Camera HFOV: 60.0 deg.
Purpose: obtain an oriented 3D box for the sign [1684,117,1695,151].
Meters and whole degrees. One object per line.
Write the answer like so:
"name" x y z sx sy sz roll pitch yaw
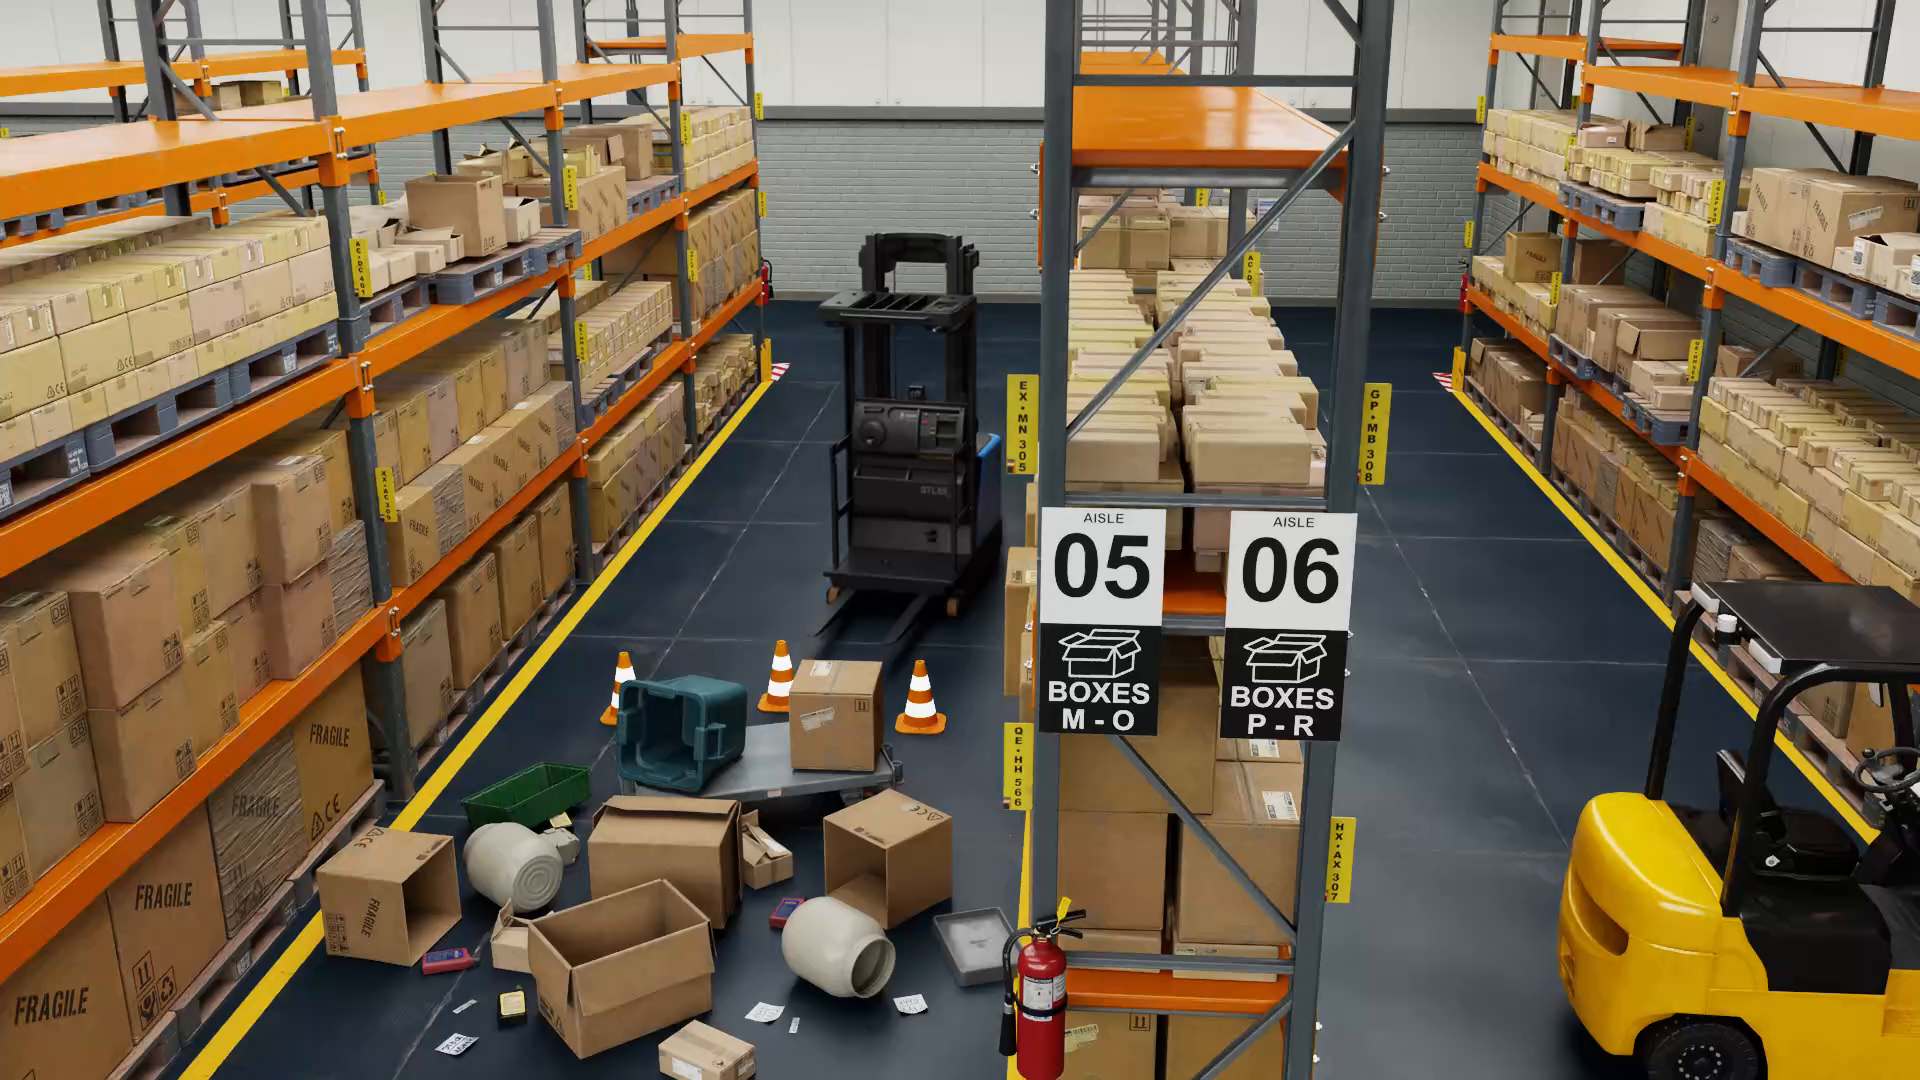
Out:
"sign" 7.118 -3.968 16.263 0.100 0.325 0.005 1 18 4

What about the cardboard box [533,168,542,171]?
"cardboard box" -3.768 -3.034 14.715 0.500 0.500 0.500 1 18 4

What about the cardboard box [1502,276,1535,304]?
"cardboard box" 6.465 -2.825 18.818 0.500 0.250 0.500 1 18 2

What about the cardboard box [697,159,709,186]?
"cardboard box" -3.009 -3.958 17.935 0.500 0.250 0.500 1 18 3

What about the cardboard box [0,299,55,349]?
"cardboard box" -3.795 -0.847 6.489 0.380 0.149 0.250 1 18 4

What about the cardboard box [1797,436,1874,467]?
"cardboard box" 5.797 -0.585 11.015 0.380 0.149 0.250 1 18 2

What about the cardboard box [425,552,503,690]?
"cardboard box" -3.878 0.550 11.693 1.050 0.750 0.750 1 18 4

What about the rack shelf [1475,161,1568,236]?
"rack shelf" 6.707 -3.826 18.447 1.077 0.370 4.000 1 18 4

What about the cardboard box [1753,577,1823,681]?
"cardboard box" 6.132 0.656 11.571 0.875 0.625 0.625 1 18 2

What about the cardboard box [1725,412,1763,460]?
"cardboard box" 5.965 -0.757 12.182 0.500 0.250 0.500 2 18 6

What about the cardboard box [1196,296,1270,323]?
"cardboard box" 1.297 -1.083 8.043 0.380 0.149 0.250 2 18 6

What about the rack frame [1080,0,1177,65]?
"rack frame" 1.613 -5.082 16.306 1.000 3.000 0.127 1 18 4

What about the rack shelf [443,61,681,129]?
"rack shelf" -3.475 -4.008 14.827 1.077 0.370 4.000 1 18 4

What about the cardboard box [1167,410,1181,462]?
"cardboard box" 0.571 -0.320 6.356 0.500 0.250 0.500 1 18 3

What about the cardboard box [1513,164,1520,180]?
"cardboard box" 6.389 -4.102 18.537 0.380 0.149 0.250 1 18 4

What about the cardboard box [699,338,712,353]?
"cardboard box" -3.321 -2.436 20.816 0.380 0.149 0.250 2 18 5

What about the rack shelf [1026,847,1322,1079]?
"rack shelf" 0.896 1.217 7.874 1.077 0.370 4.000 1 18 4

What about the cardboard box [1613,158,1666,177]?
"cardboard box" 6.081 -3.331 14.872 0.380 0.149 0.250 1 18 4

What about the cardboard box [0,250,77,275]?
"cardboard box" -4.360 -1.256 7.738 0.380 0.149 0.250 1 18 4

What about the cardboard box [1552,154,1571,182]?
"cardboard box" 6.349 -3.772 16.890 0.500 0.250 0.500 1 18 4

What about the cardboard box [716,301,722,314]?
"cardboard box" -2.939 -2.681 19.019 0.380 0.149 0.250 2 18 6

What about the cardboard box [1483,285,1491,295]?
"cardboard box" 6.581 -3.068 20.199 0.380 0.149 0.250 2 18 5

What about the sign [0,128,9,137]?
"sign" -12.375 -5.173 21.572 0.100 0.325 0.005 1 18 4

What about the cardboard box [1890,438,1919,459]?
"cardboard box" 6.385 -0.569 10.967 0.380 0.149 0.250 1 18 4

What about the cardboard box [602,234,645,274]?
"cardboard box" -3.568 -3.126 17.728 0.500 0.500 0.500 1 18 2

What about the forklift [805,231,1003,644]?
"forklift" -0.465 -0.903 13.300 1.130 2.935 3.031 4 19 13

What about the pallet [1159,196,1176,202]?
"pallet" 1.396 -2.873 14.686 1.003 0.211 1.213 2 18 6

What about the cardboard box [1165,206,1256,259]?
"cardboard box" 1.507 -1.865 10.071 0.500 0.250 0.500 1 18 3

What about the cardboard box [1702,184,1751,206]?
"cardboard box" 6.007 -2.677 12.909 0.380 0.149 0.250 2 18 6

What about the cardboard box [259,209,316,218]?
"cardboard box" -8.325 -3.822 20.657 0.500 0.500 0.500 1 18 3

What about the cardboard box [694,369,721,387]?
"cardboard box" -2.957 -1.862 19.065 0.380 0.149 0.250 2 18 5

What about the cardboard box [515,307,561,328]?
"cardboard box" -3.926 -2.075 15.540 0.380 0.149 0.250 2 18 6

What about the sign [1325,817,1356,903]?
"sign" 1.294 1.097 5.695 0.100 0.325 0.005 1 18 4

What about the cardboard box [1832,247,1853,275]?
"cardboard box" 5.822 -1.777 10.608 0.380 0.149 0.250 1 18 3

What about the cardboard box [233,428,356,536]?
"cardboard box" -3.966 -0.296 9.360 0.875 0.550 0.550 1 18 4

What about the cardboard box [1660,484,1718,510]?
"cardboard box" 6.060 -0.358 13.823 0.380 0.149 0.250 0 18 1

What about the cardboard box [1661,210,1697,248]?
"cardboard box" 6.107 -2.554 13.650 0.500 0.250 0.500 1 18 4

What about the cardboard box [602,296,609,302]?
"cardboard box" -3.819 -2.419 17.067 0.380 0.149 0.250 2 18 5

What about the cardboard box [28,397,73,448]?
"cardboard box" -3.794 -0.471 6.621 0.380 0.149 0.250 1 18 4

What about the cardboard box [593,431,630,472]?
"cardboard box" -3.291 -0.802 15.015 0.500 0.250 0.500 1 18 3

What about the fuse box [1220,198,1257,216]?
"fuse box" 4.365 -4.520 26.297 0.539 1.711 0.414 1 18 4

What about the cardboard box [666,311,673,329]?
"cardboard box" -3.163 -2.262 17.066 0.380 0.149 0.250 1 18 3

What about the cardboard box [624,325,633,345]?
"cardboard box" -3.277 -1.919 15.539 0.380 0.149 0.250 2 18 6

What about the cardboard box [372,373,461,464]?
"cardboard box" -3.804 -0.819 11.166 0.700 0.500 0.500 1 18 4

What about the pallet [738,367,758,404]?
"pallet" -3.144 -1.952 20.868 1.003 0.211 1.213 1 18 4

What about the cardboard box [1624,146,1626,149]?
"cardboard box" 6.883 -4.002 16.788 0.500 0.250 0.500 1 18 3

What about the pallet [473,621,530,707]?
"pallet" -3.840 0.879 12.229 1.003 0.211 1.213 1 18 4

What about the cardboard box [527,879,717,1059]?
"cardboard box" -1.647 2.080 8.093 0.797 0.503 0.637 -13 22 -34

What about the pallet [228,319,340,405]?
"pallet" -3.974 -0.955 8.671 1.003 0.211 1.213 1 18 4

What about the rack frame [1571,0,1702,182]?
"rack frame" 6.564 -4.972 15.972 1.000 3.000 0.127 1 18 4

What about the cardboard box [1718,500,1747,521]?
"cardboard box" 6.587 -0.015 13.819 0.500 0.500 0.500 2 18 6

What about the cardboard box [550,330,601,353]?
"cardboard box" -3.354 -1.729 14.484 0.380 0.149 0.250 1 18 4

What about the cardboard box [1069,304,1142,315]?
"cardboard box" 0.661 -1.018 7.846 0.380 0.149 0.250 1 18 2

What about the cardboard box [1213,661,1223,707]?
"cardboard box" 1.132 0.847 7.209 0.500 0.500 0.500 1 18 3

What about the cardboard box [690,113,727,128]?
"cardboard box" -2.899 -4.826 19.143 0.380 0.149 0.250 2 18 5

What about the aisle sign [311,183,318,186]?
"aisle sign" -8.279 -4.959 21.391 0.394 0.787 0.004 1 18 4

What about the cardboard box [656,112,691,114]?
"cardboard box" -3.355 -4.919 19.424 0.380 0.149 0.250 2 18 5
